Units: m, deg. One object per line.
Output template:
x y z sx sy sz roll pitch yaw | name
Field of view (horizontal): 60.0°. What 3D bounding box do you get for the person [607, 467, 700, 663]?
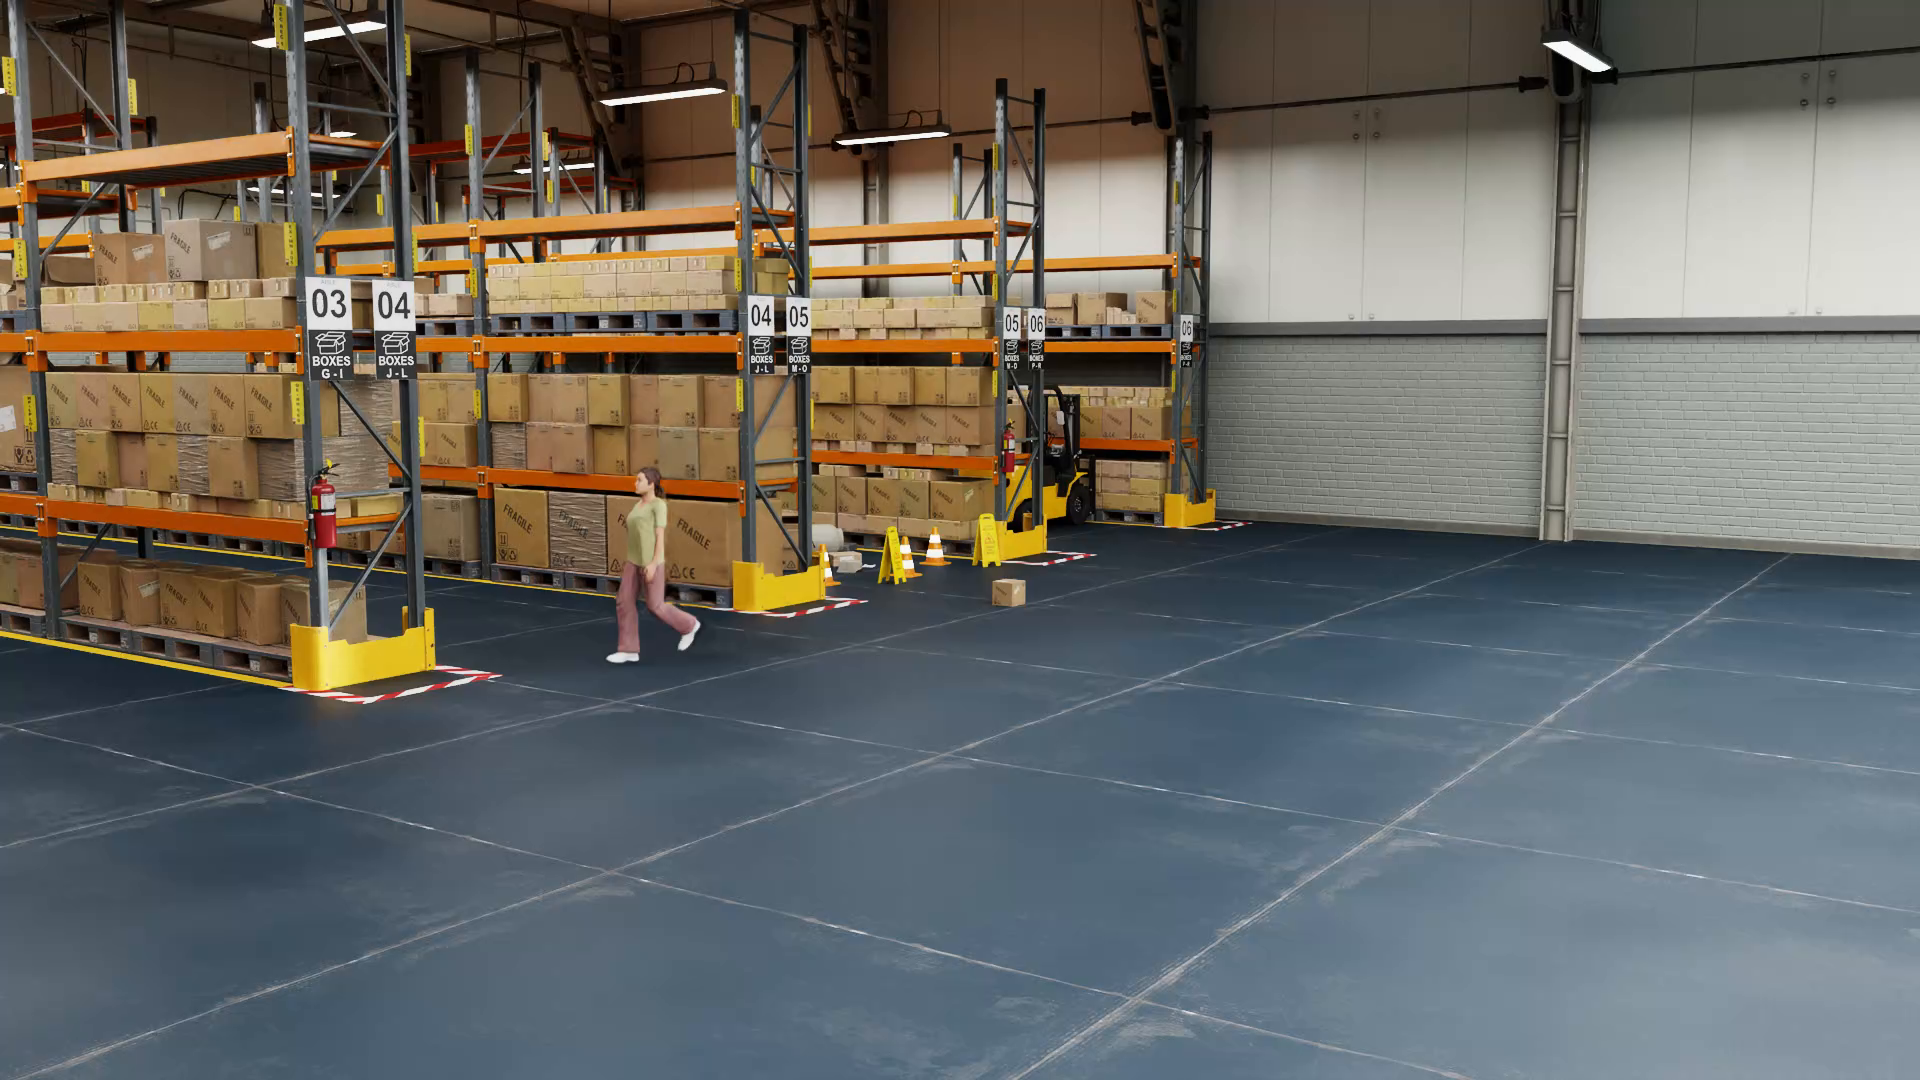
-2.623 0.200 14.120 0.437 1.639 0.850 6 9 42 | person
